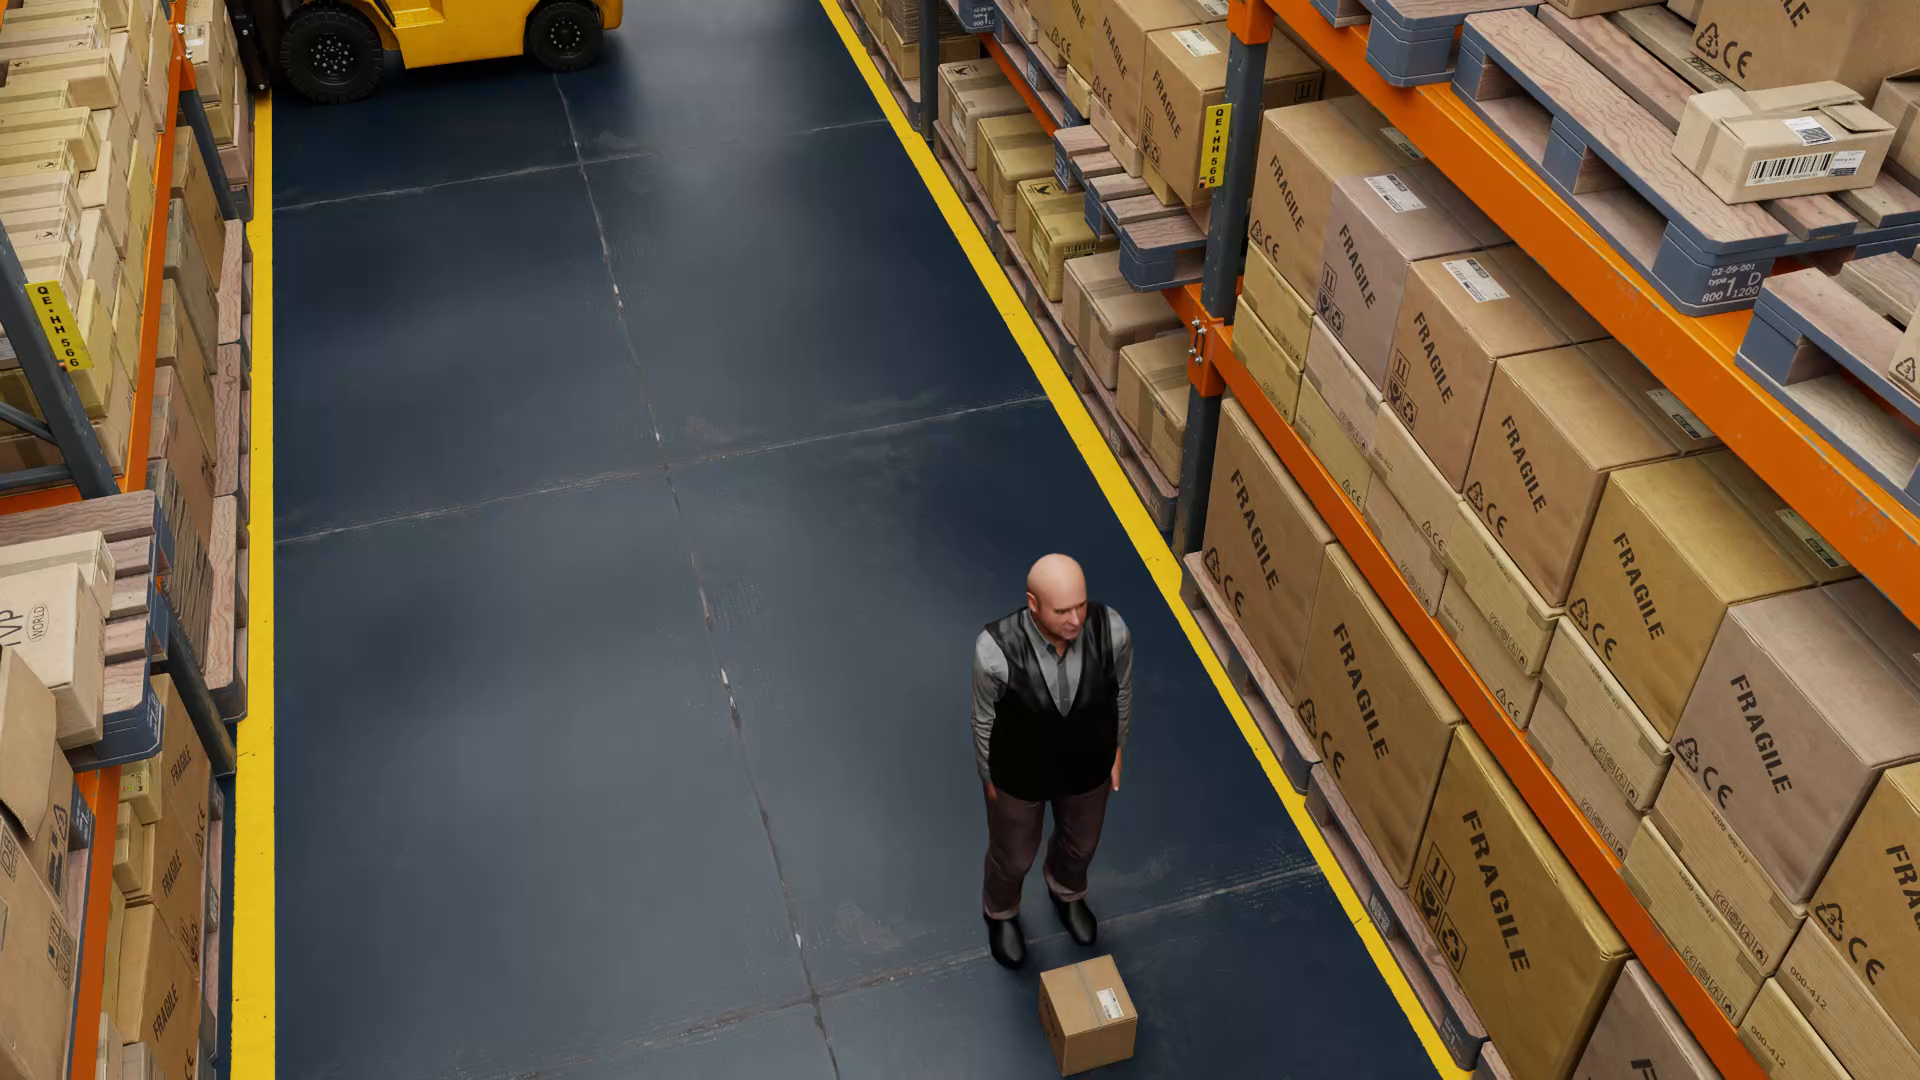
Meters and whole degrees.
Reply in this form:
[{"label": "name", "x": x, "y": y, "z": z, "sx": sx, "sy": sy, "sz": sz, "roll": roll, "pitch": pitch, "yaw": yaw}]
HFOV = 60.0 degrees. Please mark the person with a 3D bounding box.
[{"label": "person", "x": 0.298, "y": 0.733, "z": 5.379, "sx": 0.531, "sy": 1.732, "sz": 0.359, "roll": -11, "pitch": 43, "yaw": -12}]
